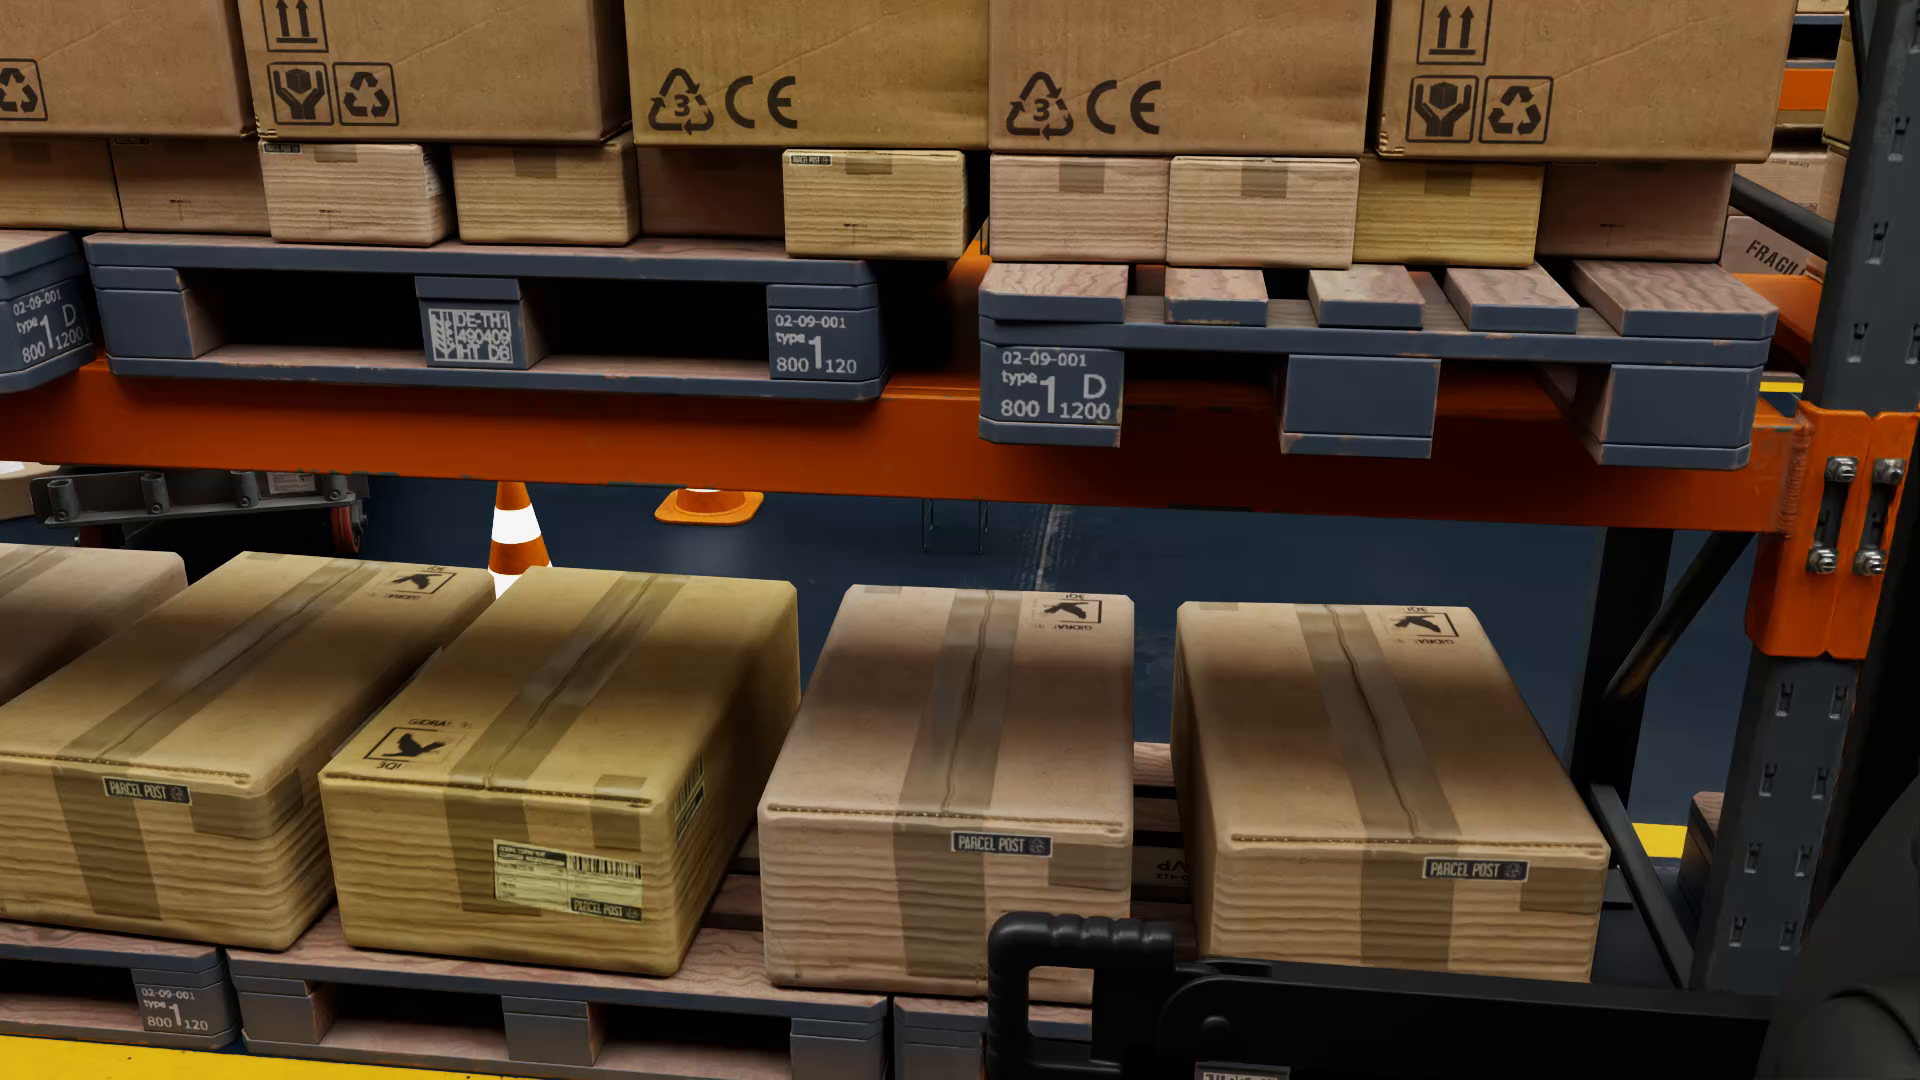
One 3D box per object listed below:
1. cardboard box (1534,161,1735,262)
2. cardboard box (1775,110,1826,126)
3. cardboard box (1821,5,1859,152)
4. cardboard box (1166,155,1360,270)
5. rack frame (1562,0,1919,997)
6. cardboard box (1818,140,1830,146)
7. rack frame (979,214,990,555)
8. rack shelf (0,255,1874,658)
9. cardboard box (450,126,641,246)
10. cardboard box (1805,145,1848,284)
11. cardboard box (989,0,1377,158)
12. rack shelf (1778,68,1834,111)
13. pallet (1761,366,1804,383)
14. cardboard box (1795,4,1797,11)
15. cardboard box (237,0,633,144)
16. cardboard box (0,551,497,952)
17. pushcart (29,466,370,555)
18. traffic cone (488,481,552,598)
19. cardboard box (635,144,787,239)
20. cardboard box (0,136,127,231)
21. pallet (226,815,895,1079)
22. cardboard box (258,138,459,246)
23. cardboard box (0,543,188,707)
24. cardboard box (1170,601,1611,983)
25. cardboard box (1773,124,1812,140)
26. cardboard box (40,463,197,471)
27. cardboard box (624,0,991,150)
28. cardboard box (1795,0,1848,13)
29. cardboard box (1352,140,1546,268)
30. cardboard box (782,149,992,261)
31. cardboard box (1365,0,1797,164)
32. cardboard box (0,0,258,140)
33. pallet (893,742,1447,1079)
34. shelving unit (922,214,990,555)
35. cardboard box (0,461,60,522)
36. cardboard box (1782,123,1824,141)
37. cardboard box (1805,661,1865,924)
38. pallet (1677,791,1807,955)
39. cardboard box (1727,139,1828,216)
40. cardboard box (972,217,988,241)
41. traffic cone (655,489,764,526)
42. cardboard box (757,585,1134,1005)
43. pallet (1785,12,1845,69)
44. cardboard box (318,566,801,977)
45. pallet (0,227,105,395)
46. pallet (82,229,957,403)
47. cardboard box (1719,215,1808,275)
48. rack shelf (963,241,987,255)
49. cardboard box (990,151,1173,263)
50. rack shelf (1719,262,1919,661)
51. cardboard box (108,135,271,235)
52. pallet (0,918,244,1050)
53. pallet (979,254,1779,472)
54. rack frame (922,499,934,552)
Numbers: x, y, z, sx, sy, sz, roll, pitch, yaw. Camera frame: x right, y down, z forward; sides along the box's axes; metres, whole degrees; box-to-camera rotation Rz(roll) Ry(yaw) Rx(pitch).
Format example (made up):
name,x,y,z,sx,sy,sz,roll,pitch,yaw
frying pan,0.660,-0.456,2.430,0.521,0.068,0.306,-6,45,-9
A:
name,x,y,z,sx,sy,sz,roll,pitch,yaw
cardboard box,0.958,-0.529,2.468,0.250,0.149,0.380,3,22,8
cardboard box,5.812,-3.195,11.759,0.875,0.875,1.225,3,22,6
cardboard box,1.822,-0.756,2.797,0.500,0.250,0.500,2,22,6
cardboard box,0.428,-0.508,2.416,0.250,0.149,0.380,2,22,6
rack frame,1.311,-0.522,2.680,0.127,3.000,1.000,2,22,6
cardboard box,3.961,-1.527,7.031,0.500,0.250,0.500,2,22,4
rack frame,0.076,-0.555,5.211,0.006,1.200,0.240,2,22,6
rack shelf,-0.675,-0.274,3.031,4.000,0.370,1.077,2,22,6
cardboard box,-0.590,-0.567,2.564,0.250,0.149,0.380,2,22,5
cardboard box,1.844,-0.525,2.892,0.500,0.250,0.500,2,22,4
cardboard box,0.312,-0.839,2.369,0.500,0.500,0.500,2,22,5
rack shelf,3.779,-1.912,7.176,4.000,0.370,1.077,2,22,6
pallet,3.777,-0.949,7.553,1.213,0.211,1.003,2,22,6
cardboard box,3.281,-2.274,6.883,0.250,0.149,0.380,3,22,8
cardboard box,-0.731,-0.884,2.484,0.500,0.500,0.500,2,22,4
cardboard box,-1.426,0.383,3.393,0.625,0.372,0.950,4,22,10
pushcart,-2.442,-0.310,5.711,0.936,0.377,1.648,-5,22,-12
traffic cone,-1.265,0.027,4.741,0.334,0.463,0.336,2,22,6
cardboard box,-0.331,-0.586,2.612,0.250,0.149,0.380,3,22,7
cardboard box,-1.362,-0.609,2.672,0.250,0.149,0.380,3,22,7
pallet,-0.673,0.687,3.416,1.213,0.211,1.003,2,22,6
cardboard box,-0.858,-0.568,2.566,0.250,0.149,0.380,3,22,8
cardboard box,-2.140,0.354,3.469,0.625,0.372,0.950,3,22,7
cardboard box,0.751,0.477,3.157,0.625,0.372,0.950,1,22,3
cardboard box,3.509,-1.736,7.559,0.500,0.250,0.500,3,22,8
cardboard box,-2.481,-0.536,5.085,0.500,0.500,0.500,2,22,6
cardboard box,-0.189,-0.860,2.423,0.500,0.500,0.500,1,22,3
cardboard box,3.531,-2.262,6.853,0.250,0.149,0.380,3,22,7
cardboard box,0.683,-0.514,2.430,0.250,0.149,0.380,3,22,7
cardboard box,-0.096,-0.529,2.469,0.250,0.149,0.380,3,22,7
cardboard box,0.827,-0.820,2.323,0.500,0.500,0.500,2,22,5
cardboard box,-1.242,-0.902,2.530,0.500,0.500,0.500,2,22,6
pallet,0.535,0.740,3.280,1.213,0.211,1.003,2,22,6
shelving unit,-0.014,-0.559,5.221,0.189,1.200,0.258,2,22,6
cardboard box,-3.218,-0.242,5.692,0.396,0.266,0.258,-14,25,-31
cardboard box,4.028,-1.716,7.510,0.500,0.250,0.500,3,22,8
cardboard box,1.987,0.331,2.841,0.875,0.875,0.875,2,22,6
pallet,2.085,0.836,3.037,1.213,0.211,1.003,2,22,6
cardboard box,3.443,-1.549,7.087,0.500,0.250,0.500,3,22,7
cardboard box,0.331,-1.578,7.841,0.750,0.750,1.050,3,22,7
traffic cone,-0.859,-0.325,5.633,0.334,0.463,0.336,2,22,6
cardboard box,0.017,0.448,3.230,0.625,0.372,0.950,2,22,5
pallet,3.764,-2.174,7.119,1.213,0.211,1.003,2,22,6
cardboard box,-0.735,0.413,3.319,0.625,0.372,0.950,3,22,8
pallet,-1.919,-0.520,2.935,1.213,0.211,1.003,2,22,6
pallet,-0.660,-0.503,2.894,1.213,0.211,1.003,2,22,6
cardboard box,3.476,-1.202,7.228,0.500,0.500,0.500,2,22,5
rack shelf,-0.014,-0.852,5.105,0.180,0.103,0.258,2,22,6
cardboard box,0.179,-0.522,2.451,0.250,0.149,0.380,1,22,4
rack shelf,3.297,-0.101,2.594,4.000,0.370,1.077,2,22,6
cardboard box,-1.116,-0.598,2.643,0.250,0.149,0.380,3,22,7
pallet,-1.888,0.635,3.547,1.213,0.211,1.003,2,22,6
pallet,0.591,-0.425,2.695,1.003,0.211,1.213,2,22,6
rack frame,-0.105,-0.563,5.231,0.006,1.200,0.240,2,22,6
